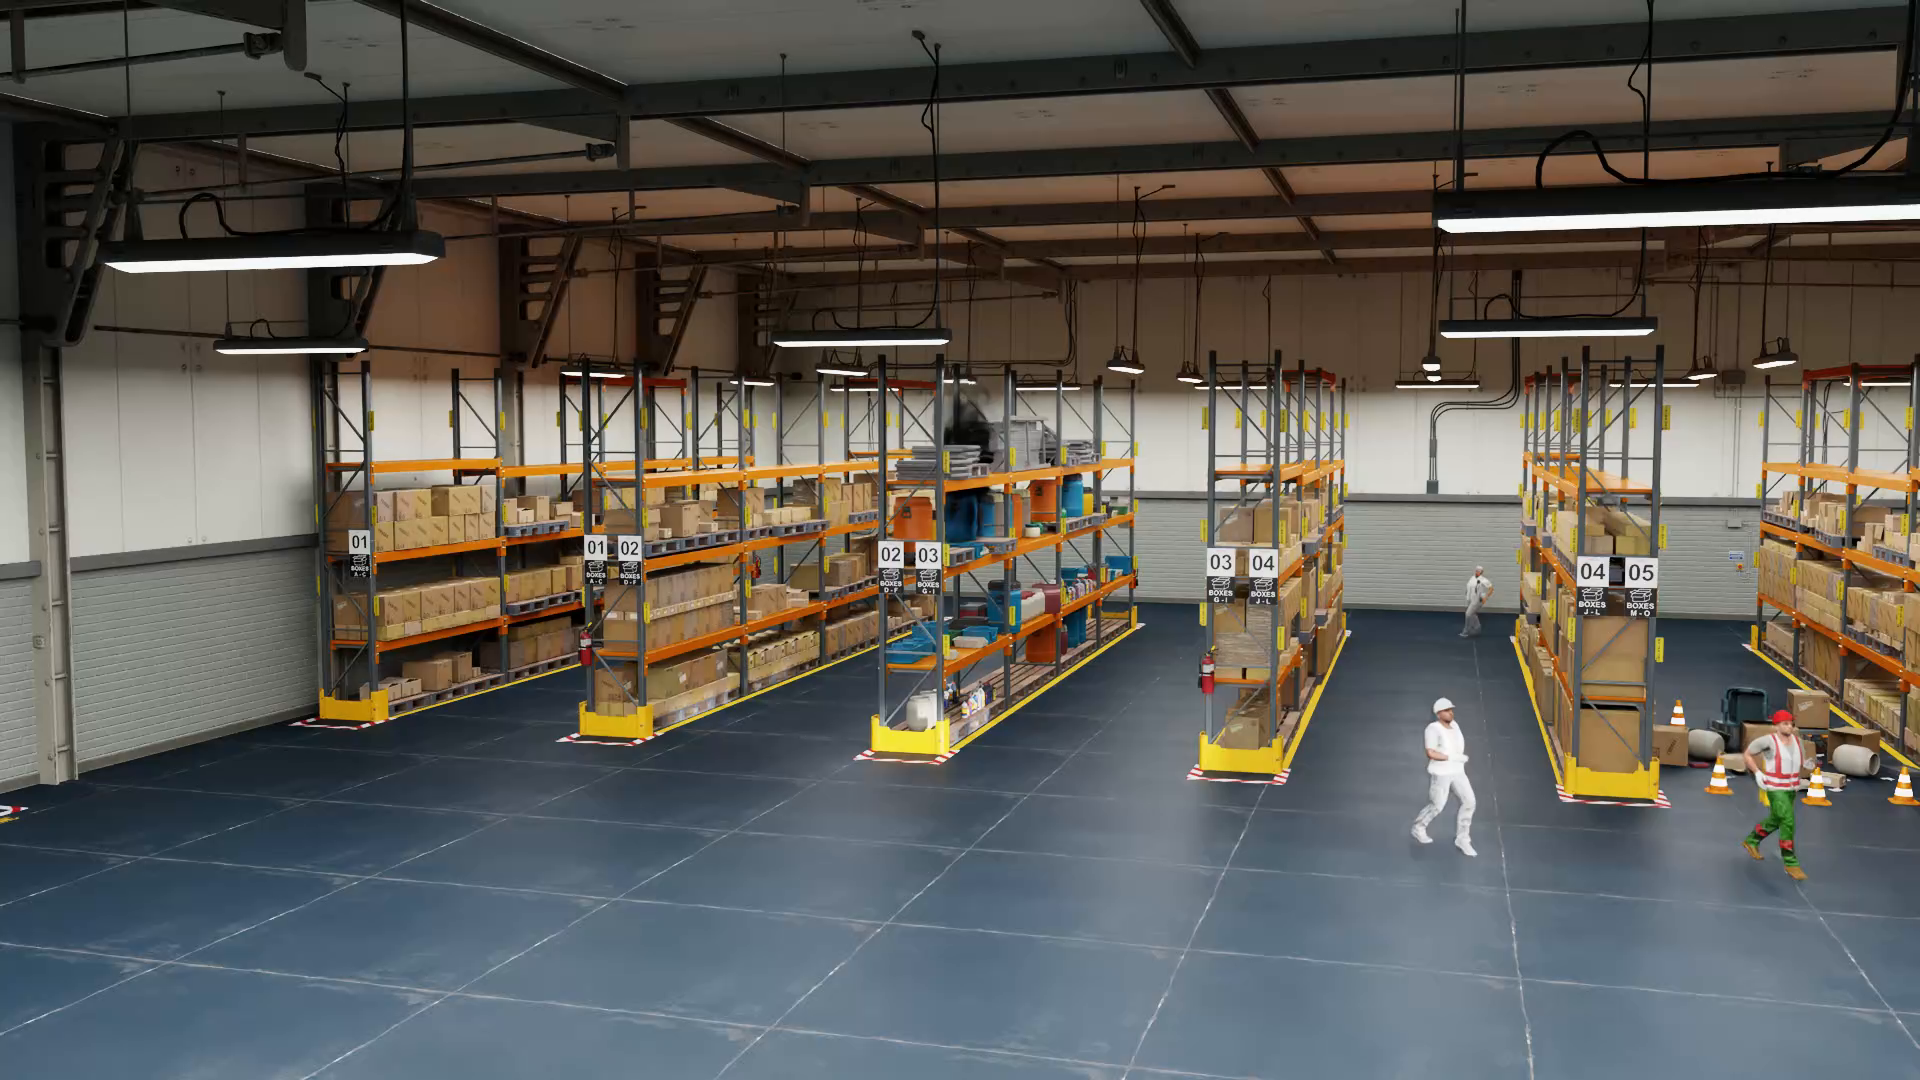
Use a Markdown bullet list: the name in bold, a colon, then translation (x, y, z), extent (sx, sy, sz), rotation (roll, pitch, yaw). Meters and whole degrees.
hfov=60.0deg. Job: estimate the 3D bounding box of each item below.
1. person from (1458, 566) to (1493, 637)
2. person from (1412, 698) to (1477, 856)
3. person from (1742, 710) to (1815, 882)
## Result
- **person**: translation (11.983, 1.432, 38.630), extent (0.751, 1.677, 0.655), rotation (-2, 5, -25)
- **person**: translation (5.665, 2.743, 19.394), extent (0.686, 1.815, 0.810), rotation (-3, 5, -33)
- **person**: translation (9.122, 2.782, 18.485), extent (0.629, 1.815, 0.916), rotation (-2, 4, -22)
